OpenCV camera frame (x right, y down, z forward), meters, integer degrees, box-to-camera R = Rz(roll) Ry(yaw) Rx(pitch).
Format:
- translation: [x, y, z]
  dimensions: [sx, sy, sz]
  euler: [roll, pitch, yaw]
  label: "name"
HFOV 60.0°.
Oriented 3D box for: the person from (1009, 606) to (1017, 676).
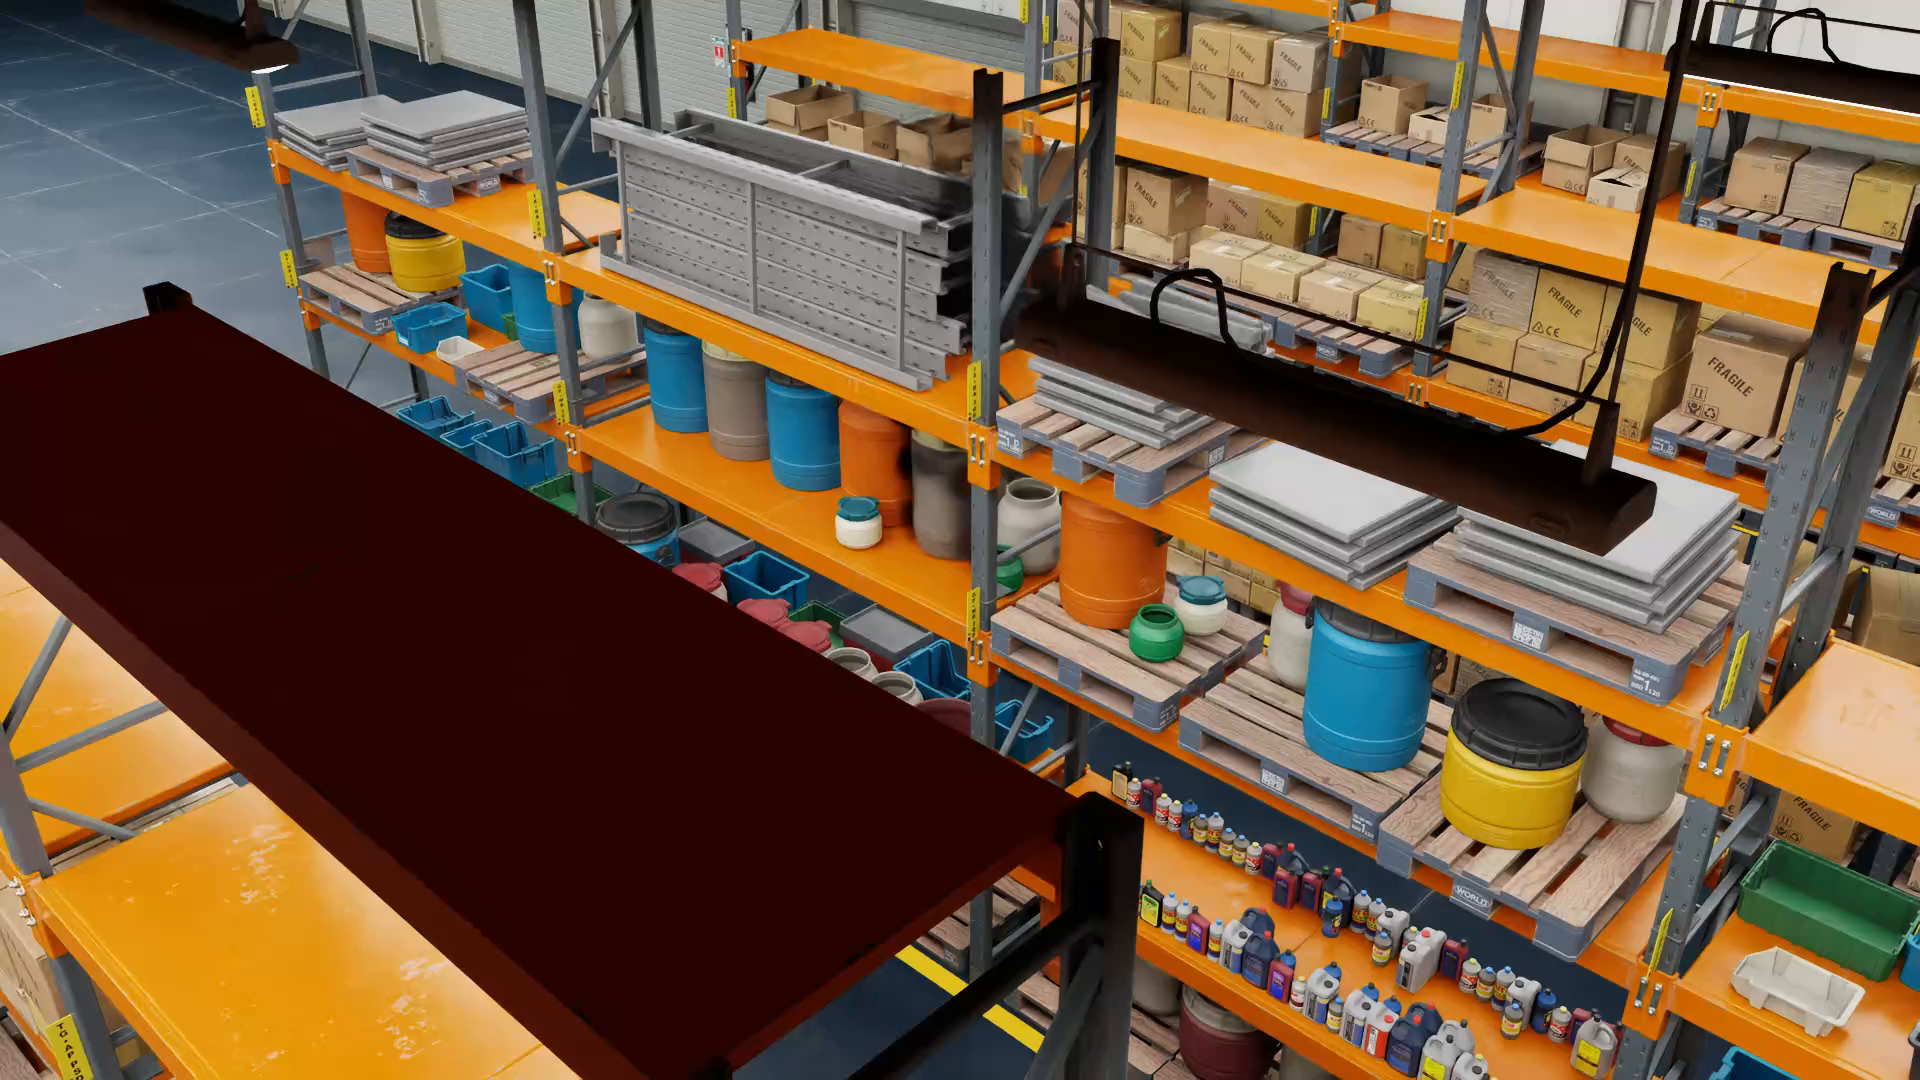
- translation: [0.340, 0.345, 13.862]
  dimensions: [0.797, 1.808, 0.657]
  euler: [14, 32, 24]
  label: "person"
